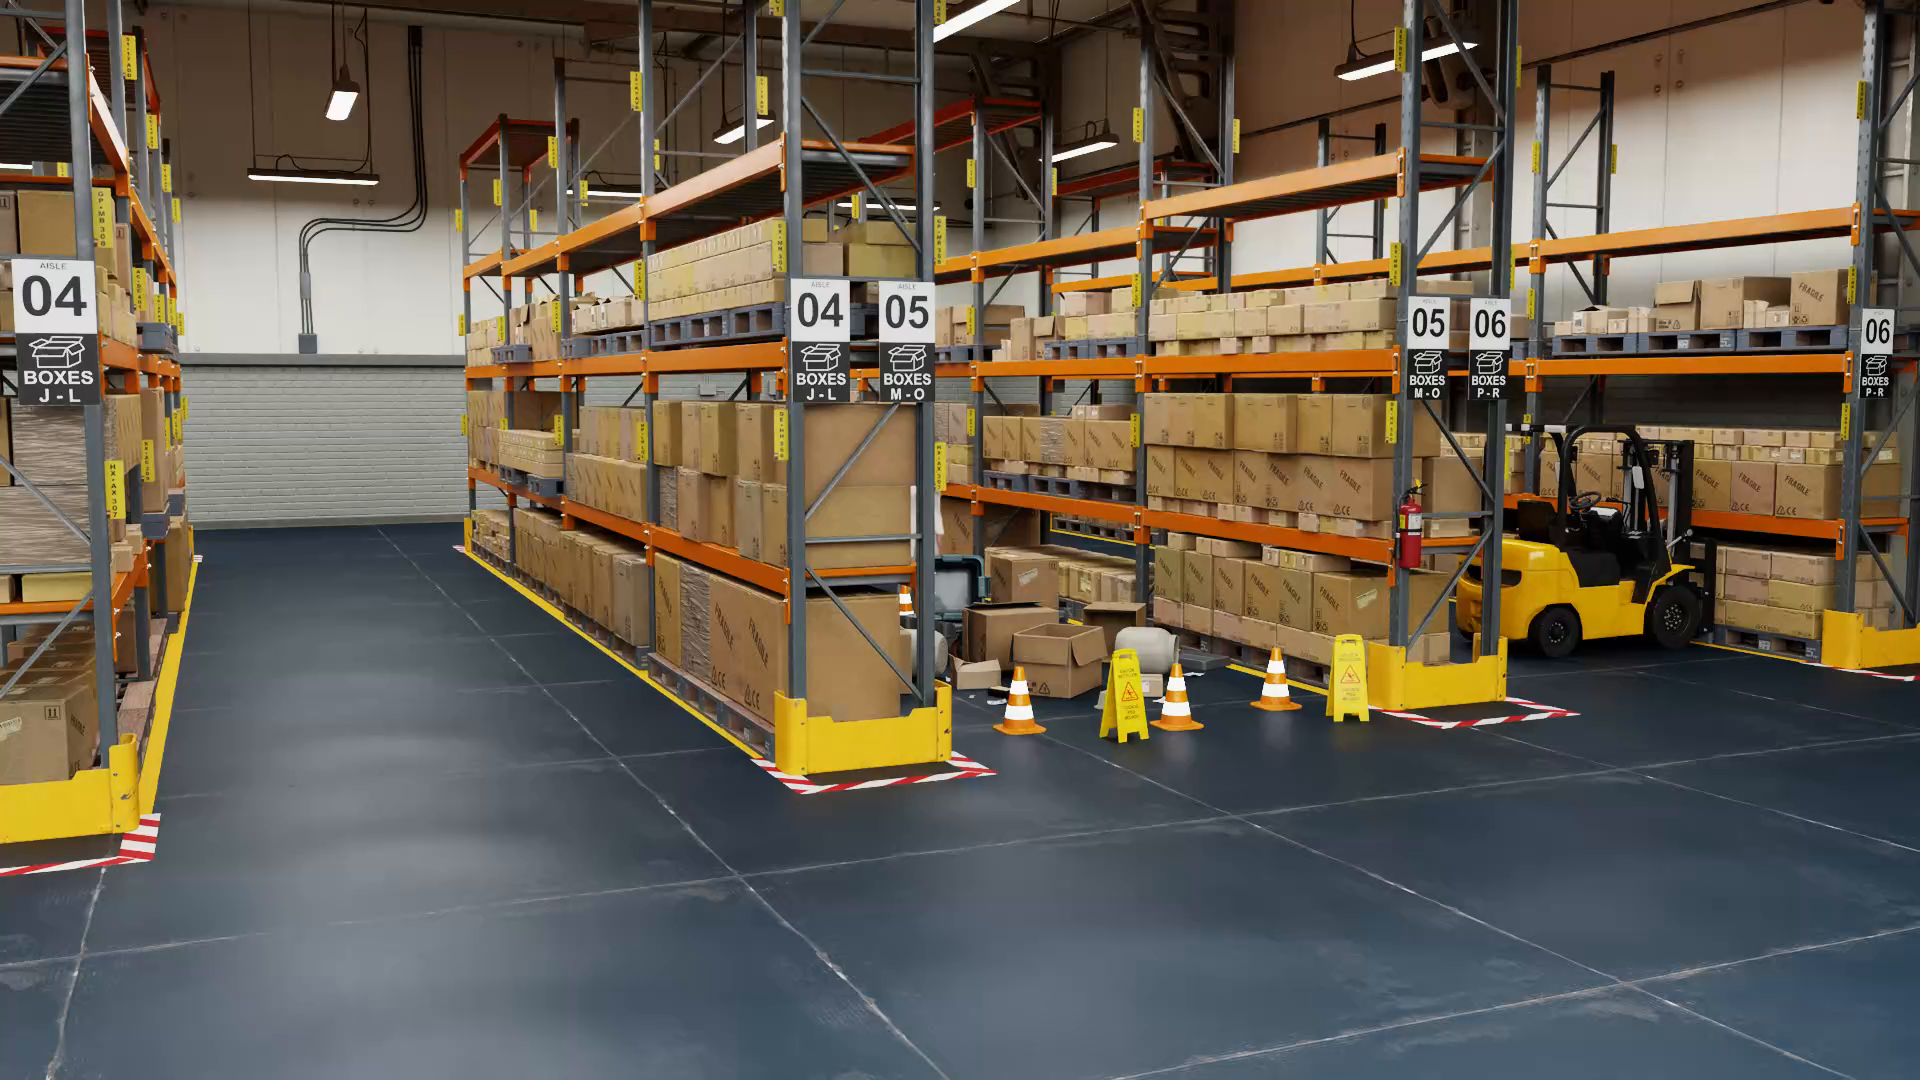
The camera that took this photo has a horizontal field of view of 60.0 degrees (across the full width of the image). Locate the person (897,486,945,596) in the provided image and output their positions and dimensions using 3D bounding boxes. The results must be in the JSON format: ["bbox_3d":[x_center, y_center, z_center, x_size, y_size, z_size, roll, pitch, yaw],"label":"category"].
[{"bbox_3d":[-0.456,-0.034,18.057,0.635,1.773,0.427,-3,6,-26],"label":"person"}]
